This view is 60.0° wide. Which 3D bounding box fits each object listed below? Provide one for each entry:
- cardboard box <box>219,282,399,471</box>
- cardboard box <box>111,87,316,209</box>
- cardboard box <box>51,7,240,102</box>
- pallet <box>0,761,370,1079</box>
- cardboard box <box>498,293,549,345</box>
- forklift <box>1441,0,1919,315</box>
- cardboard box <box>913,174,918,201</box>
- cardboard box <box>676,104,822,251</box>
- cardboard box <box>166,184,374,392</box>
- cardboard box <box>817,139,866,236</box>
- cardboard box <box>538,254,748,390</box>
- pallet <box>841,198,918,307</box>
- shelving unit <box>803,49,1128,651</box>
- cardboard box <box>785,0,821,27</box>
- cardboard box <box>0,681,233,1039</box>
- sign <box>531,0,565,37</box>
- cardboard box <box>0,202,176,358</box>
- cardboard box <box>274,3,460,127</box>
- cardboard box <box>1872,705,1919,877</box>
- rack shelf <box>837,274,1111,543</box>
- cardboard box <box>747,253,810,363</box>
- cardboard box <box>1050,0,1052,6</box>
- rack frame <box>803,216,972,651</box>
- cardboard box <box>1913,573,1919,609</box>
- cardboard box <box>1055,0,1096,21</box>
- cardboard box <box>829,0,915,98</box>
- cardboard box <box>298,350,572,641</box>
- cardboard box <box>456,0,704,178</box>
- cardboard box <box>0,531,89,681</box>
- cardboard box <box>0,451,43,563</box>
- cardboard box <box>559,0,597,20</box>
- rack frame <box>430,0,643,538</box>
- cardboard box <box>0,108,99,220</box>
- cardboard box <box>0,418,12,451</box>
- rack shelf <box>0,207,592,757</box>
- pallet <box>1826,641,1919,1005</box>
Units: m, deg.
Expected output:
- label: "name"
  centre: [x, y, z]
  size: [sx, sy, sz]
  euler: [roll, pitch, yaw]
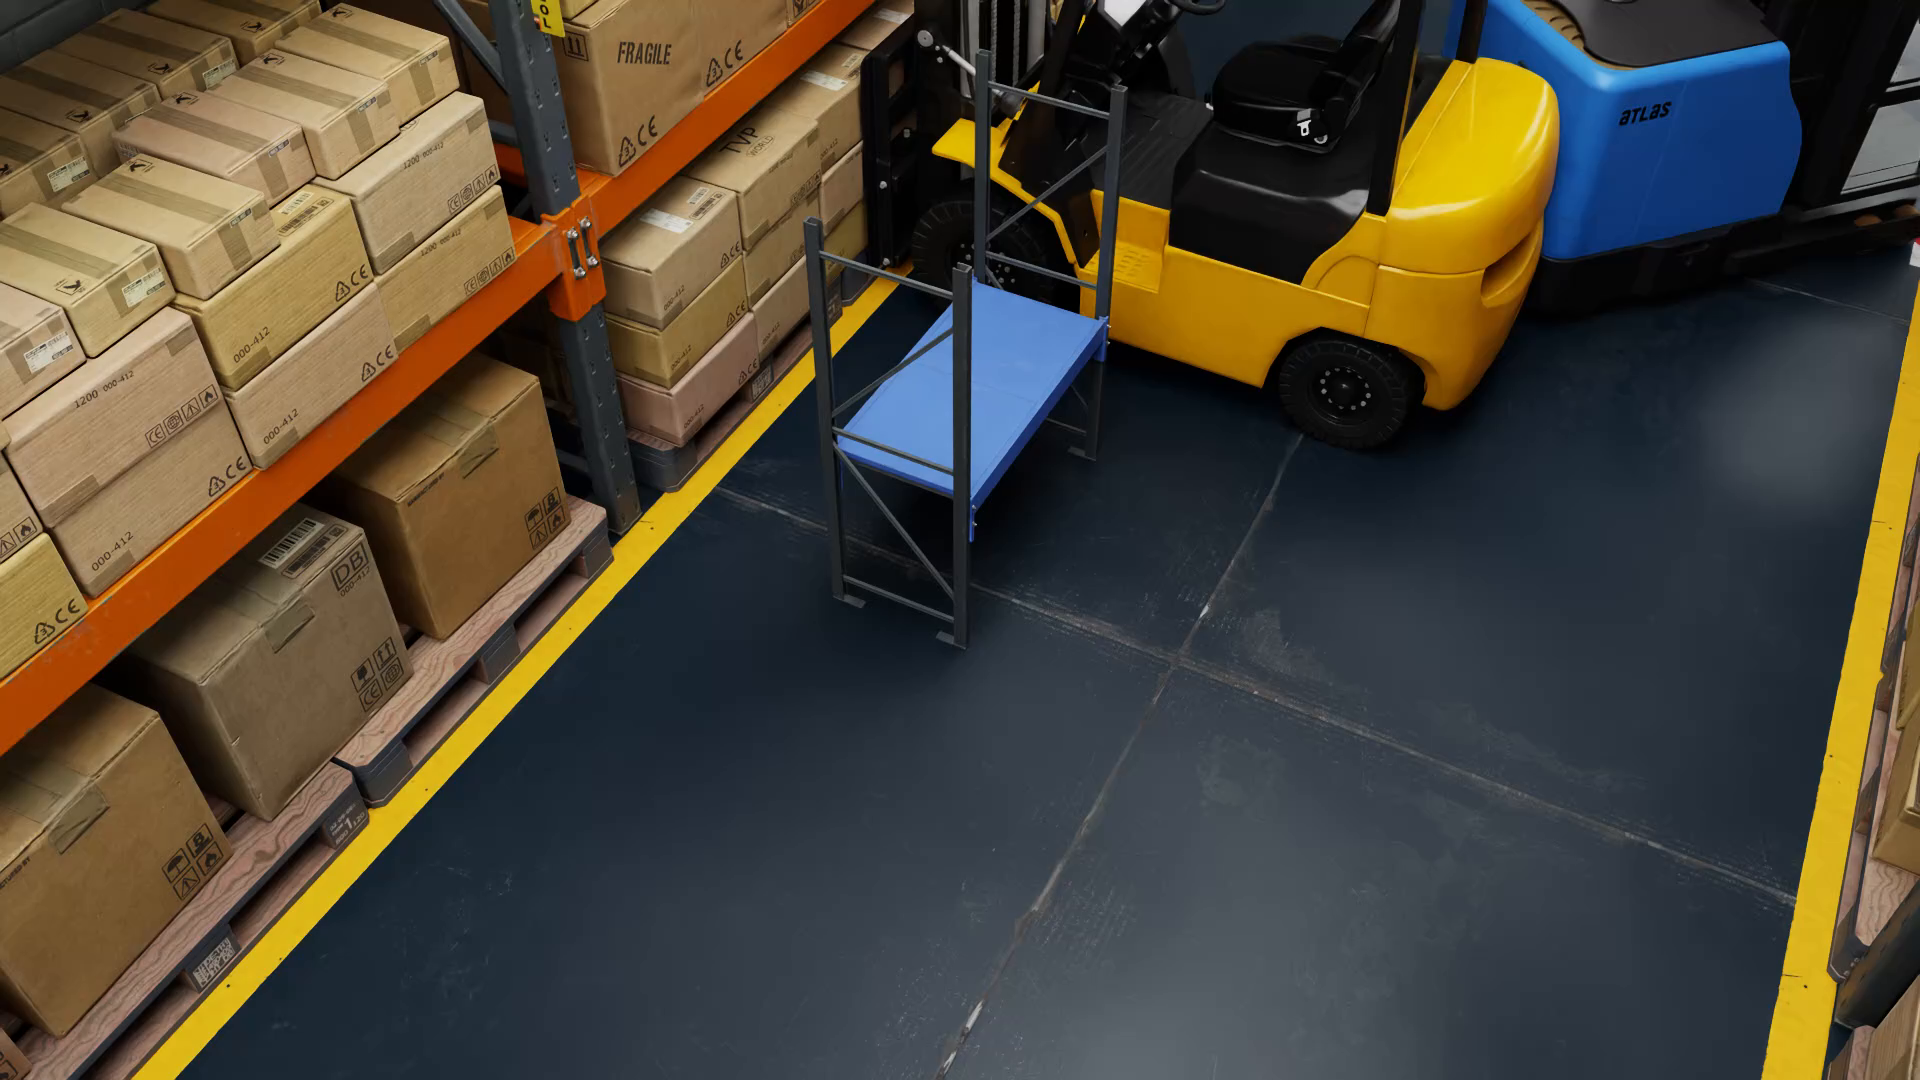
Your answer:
- label: "cardboard box"
  centre: [-1.814, -0.491, 4.231]
  size: [0.500, 0.250, 0.500]
  euler: [20, 49, 19]
- label: "cardboard box"
  centre: [-1.809, -0.935, 4.039]
  size: [0.380, 0.149, 0.250]
  euler: [20, 49, 19]
- label: "cardboard box"
  centre: [-2.108, -1.227, 4.327]
  size: [0.380, 0.149, 0.250]
  euler: [19, 48, 18]
- label: "pallet"
  centre: [-2.456, 0.963, 4.650]
  size: [1.003, 0.211, 1.213]
  euler: [20, 49, 19]
- label: "cardboard box"
  centre: [-1.539, -0.997, 5.913]
  size: [0.500, 0.250, 0.500]
  euler: [19, 48, 18]
- label: "forklift"
  centre: [3.507, -2.559, 6.218]
  size: [3.031, 2.935, 1.130]
  euler: [-14, 47, -13]
- label: "cardboard box"
  centre: [-0.366, -1.609, 6.870]
  size: [0.500, 0.250, 0.500]
  euler: [22, 49, 20]
- label: "cardboard box"
  centre: [-0.835, -1.318, 5.879]
  size: [0.500, 0.250, 0.500]
  euler: [21, 49, 19]
- label: "cardboard box"
  centre: [-1.817, -0.668, 4.056]
  size: [0.500, 0.250, 0.500]
  euler: [19, 48, 18]
- label: "cardboard box"
  centre: [-0.610, -1.456, 6.367]
  size: [0.500, 0.250, 0.500]
  euler: [20, 49, 19]
- label: "cardboard box"
  centre: [-1.086, -0.825, 5.743]
  size: [0.500, 0.250, 0.500]
  euler: [20, 49, 19]
- label: "pallet"
  centre: [-0.612, -1.544, 7.128]
  size: [1.003, 0.211, 1.213]
  euler: [20, 49, 19]
- label: "shelving unit"
  centre: [0.040, -0.581, 5.270]
  size: [0.538, 1.500, 1.048]
  euler: [20, 49, 19]
- label: "cardboard box"
  centre: [-0.685, -2.147, 5.693]
  size: [0.500, 0.500, 0.500]
  euler: [20, 49, 19]
- label: "cardboard box"
  centre: [-2.530, 0.714, 4.309]
  size: [0.875, 0.625, 0.625]
  euler: [19, 48, 17]
- label: "sign"
  centre: [-1.098, -1.472, 4.337]
  size: [0.100, 0.325, 0.005]
  euler: [20, 49, 19]
- label: "cardboard box"
  centre: [-1.991, -0.581, 3.689]
  size: [0.380, 0.149, 0.250]
  euler: [19, 48, 18]
- label: "cardboard box"
  centre: [-1.545, -1.240, 4.341]
  size: [0.380, 0.149, 0.250]
  euler: [22, 49, 20]
- label: "cardboard box"
  centre: [2.851, 0.729, 4.559]
  size: [0.500, 0.250, 0.500]
  euler: [23, 50, 21]
- label: "rack shelf"
  centre: [0.040, -0.455, 5.398]
  size: [0.538, 0.185, 1.000]
  euler: [20, 49, 19]
- label: "cardboard box"
  centre: [-0.844, -0.967, 6.235]
  size: [0.500, 0.250, 0.500]
  euler: [19, 48, 18]
- label: "cardboard box"
  centre: [0.082, -2.420, 7.319]
  size: [0.500, 0.250, 0.500]
  euler: [20, 49, 19]
- label: "rack frame"
  centre: [-0.196, -0.261, 4.953]
  size: [0.500, 1.500, 0.032]
  euler: [20, 49, 19]
- label: "cardboard box"
  centre: [3.330, 0.071, 5.209]
  size: [0.500, 0.250, 0.500]
  euler: [21, 49, 20]
- label: "cardboard box"
  centre: [0.335, -2.566, 7.815]
  size: [0.500, 0.250, 0.500]
  euler: [21, 49, 19]
- label: "cardboard box"
  centre: [-0.363, -1.963, 6.517]
  size: [0.500, 0.250, 0.500]
  euler: [20, 49, 18]
- label: "cardboard box"
  centre: [-1.816, -0.246, 5.259]
  size: [0.875, 0.625, 0.625]
  euler: [23, 50, 21]
- label: "cardboard box"
  centre: [-1.146, -1.494, 5.047]
  size: [0.500, 0.500, 0.500]
  euler: [19, 48, 18]
- label: "cardboard box"
  centre: [-2.305, 0.140, 3.608]
  size: [0.500, 0.250, 0.500]
  euler: [22, 49, 20]
- label: "cardboard box"
  centre: [-2.311, -0.037, 3.431]
  size: [0.500, 0.250, 0.500]
  euler: [21, 49, 20]
- label: "cardboard box"
  centre: [-1.203, -1.643, 4.738]
  size: [0.380, 0.149, 0.250]
  euler: [20, 49, 18]
- label: "rack frame"
  centre: [-1.584, -1.266, 4.892]
  size: [1.000, 3.000, 0.127]
  euler: [20, 49, 19]
- label: "cardboard box"
  centre: [-2.325, -0.902, 4.006]
  size: [0.380, 0.149, 0.250]
  euler: [20, 49, 19]
- label: "cardboard box"
  centre: [-2.167, -0.233, 3.345]
  size: [0.380, 0.149, 0.250]
  euler: [19, 48, 18]
- label: "rack shelf"
  centre: [-2.512, 0.247, 3.903]
  size: [1.077, 0.370, 4.000]
  euler: [20, 49, 19]
- label: "pallet"
  centre: [3.095, 0.916, 4.696]
  size: [1.003, 0.211, 1.213]
  euler: [20, 49, 19]
